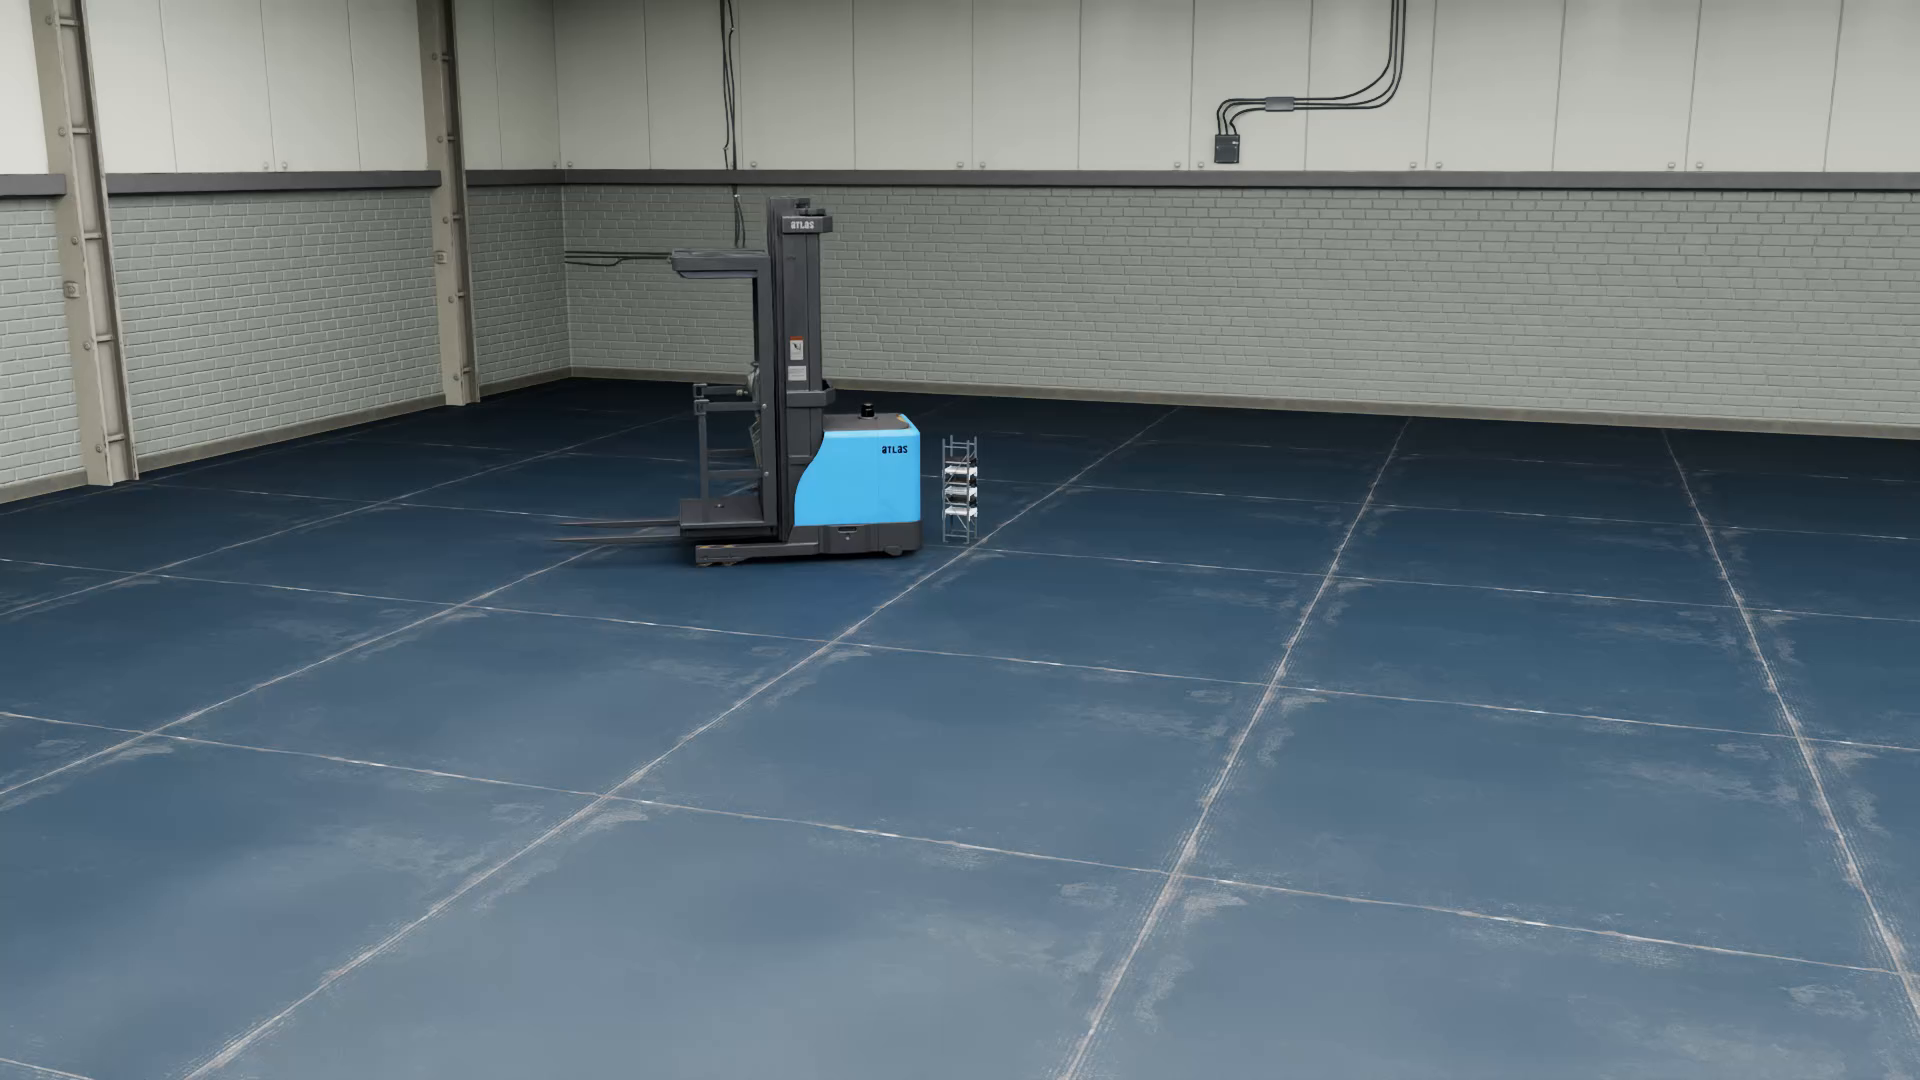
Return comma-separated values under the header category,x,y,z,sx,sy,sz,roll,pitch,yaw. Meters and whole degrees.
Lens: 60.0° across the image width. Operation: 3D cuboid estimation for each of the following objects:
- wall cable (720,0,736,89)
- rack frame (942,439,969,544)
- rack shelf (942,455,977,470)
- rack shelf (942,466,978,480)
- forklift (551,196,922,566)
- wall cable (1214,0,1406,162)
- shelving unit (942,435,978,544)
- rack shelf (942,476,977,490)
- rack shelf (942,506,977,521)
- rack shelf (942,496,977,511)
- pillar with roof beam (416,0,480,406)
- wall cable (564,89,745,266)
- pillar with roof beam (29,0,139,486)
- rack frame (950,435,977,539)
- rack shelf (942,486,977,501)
category,x,y,z,sx,sy,sz,roll,pitch,yaw
wall cable,-2.018,-7.531,22.889,3.097,2.526,0.112,4,14,18
rack frame,-0.036,-0.416,14.287,0.240,0.900,0.006,4,14,18
rack shelf,-0.003,-0.668,14.328,0.258,0.077,0.200,4,14,18
rack shelf,-0.003,-0.580,14.348,0.258,0.077,0.200,4,14,18
forklift,-1.881,-1.340,13.771,3.031,2.935,1.130,-2,13,-9
wall cable,4.400,-7.748,20.571,2.305,6.003,0.169,4,14,18
shelving unit,-0.003,-0.437,14.380,0.258,0.900,0.210,4,14,18
rack shelf,-0.003,-0.492,14.368,0.258,0.077,0.200,4,14,18
rack shelf,-0.003,-0.229,14.428,0.258,0.077,0.200,4,14,18
rack shelf,-0.003,-0.317,14.408,0.258,0.077,0.200,4,14,18
pillar with roof beam,-2.709,-5.942,20.300,9.100,9.000,0.400,4,14,18
wall cable,-4.578,-5.263,24.304,3.097,2.526,0.112,4,14,18
pillar with roof beam,-4.650,-4.679,14.765,9.100,9.000,0.400,4,14,18
rack frame,0.030,-0.458,14.474,0.240,0.900,0.006,4,14,18
rack shelf,-0.003,-0.405,14.388,0.258,0.077,0.200,4,14,18
